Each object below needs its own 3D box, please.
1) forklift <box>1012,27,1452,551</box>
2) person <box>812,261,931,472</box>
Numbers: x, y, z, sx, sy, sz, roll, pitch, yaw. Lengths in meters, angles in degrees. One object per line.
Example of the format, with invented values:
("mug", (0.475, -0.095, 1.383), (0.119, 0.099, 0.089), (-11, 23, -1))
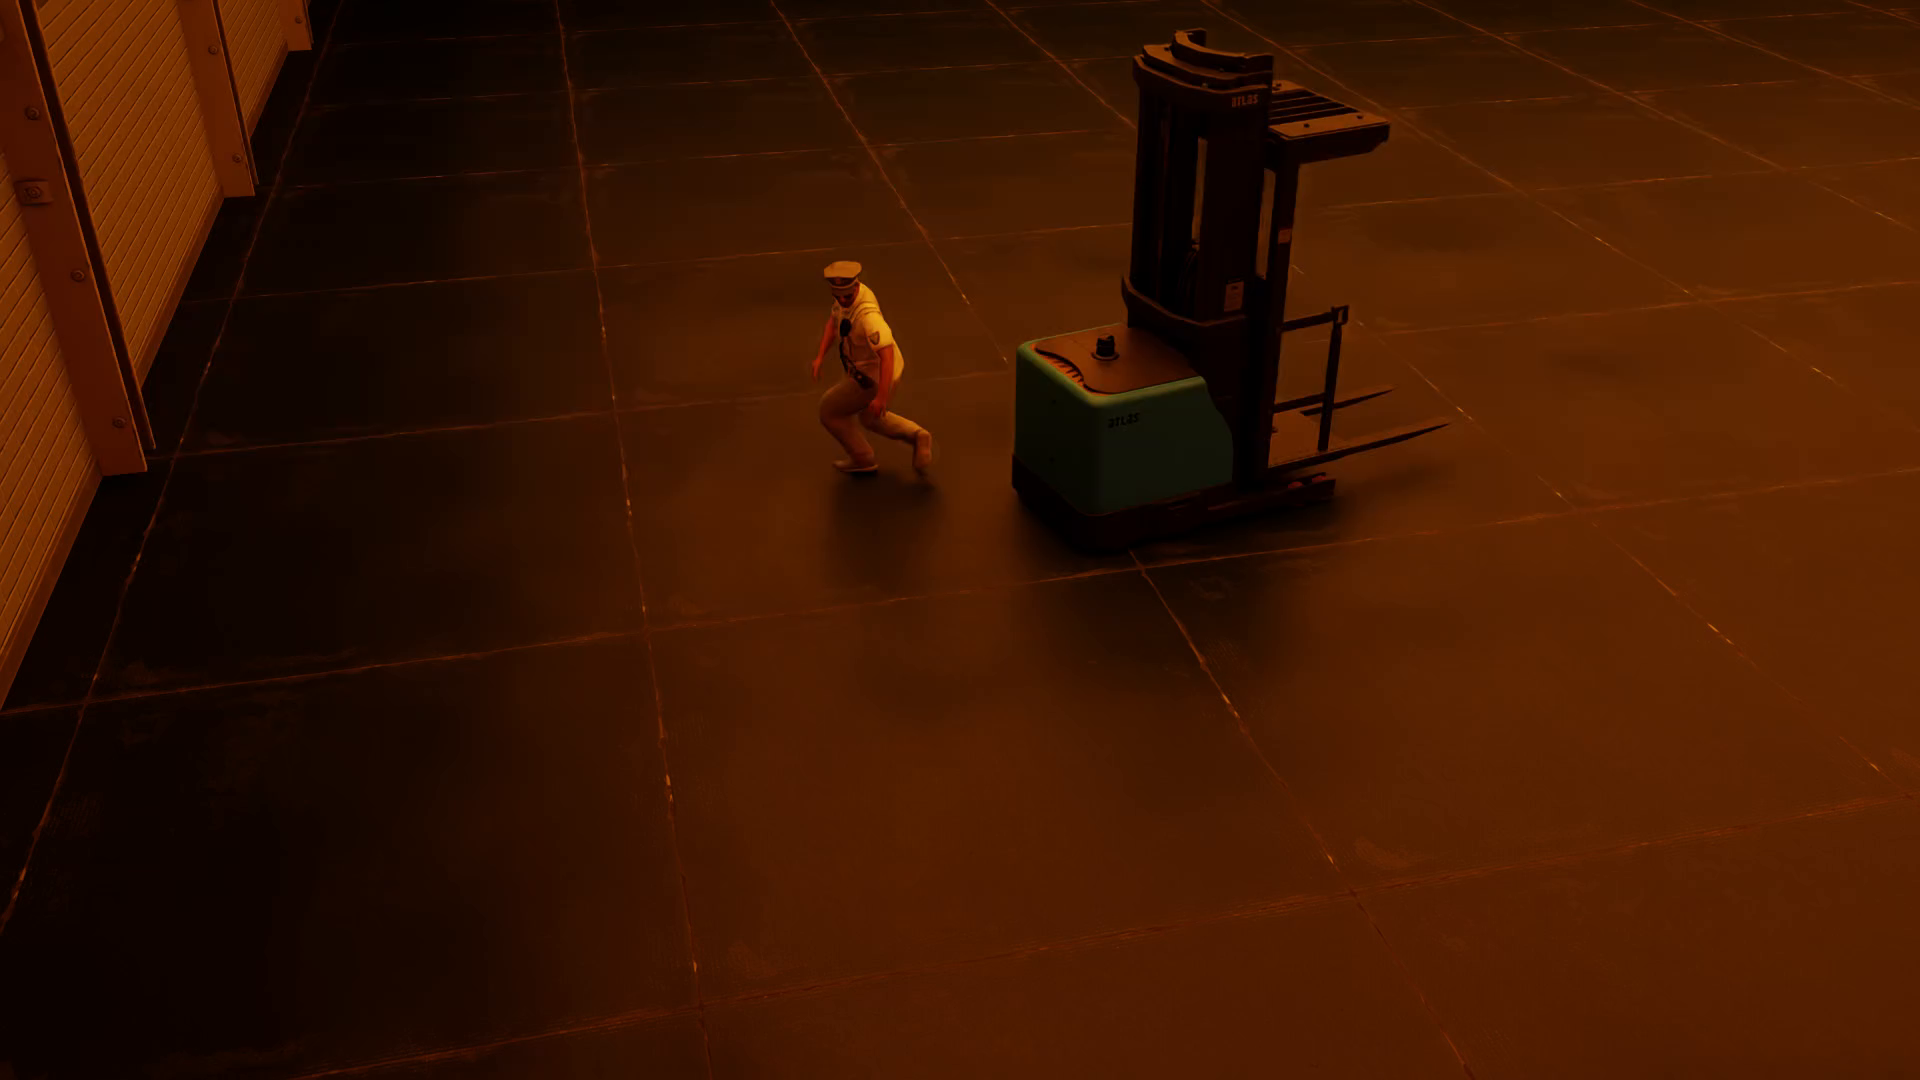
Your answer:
("forklift", (1.894, -1.703, 10.516), (3.031, 2.935, 1.130), (-14, 33, -23))
("person", (-0.606, -1.098, 10.924), (0.830, 1.531, 0.654), (5, 30, 8))
